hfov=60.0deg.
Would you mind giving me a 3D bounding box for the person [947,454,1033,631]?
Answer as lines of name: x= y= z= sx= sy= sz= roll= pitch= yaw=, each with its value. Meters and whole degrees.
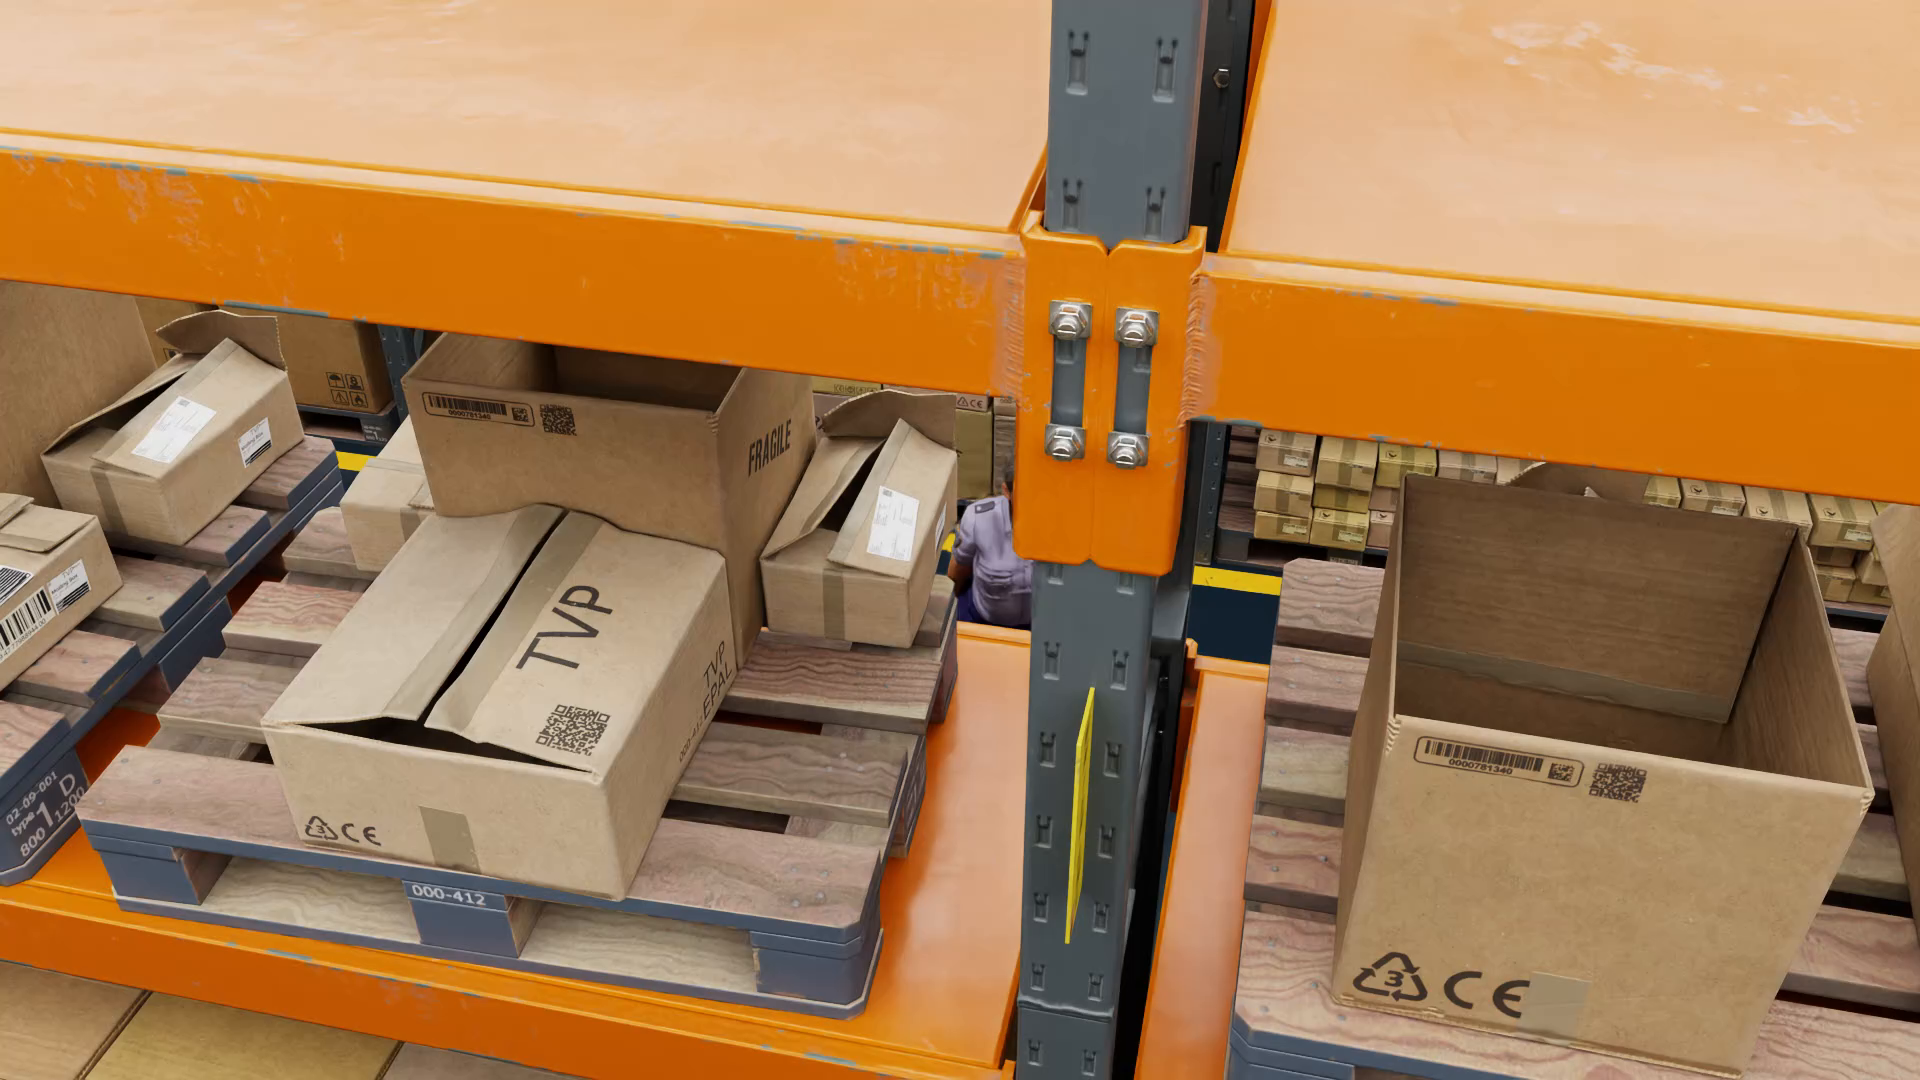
person: x=0.214 y=0.333 z=6.235 sx=0.505 sy=1.654 sz=0.754 roll=-10 pitch=38 yaw=-13
